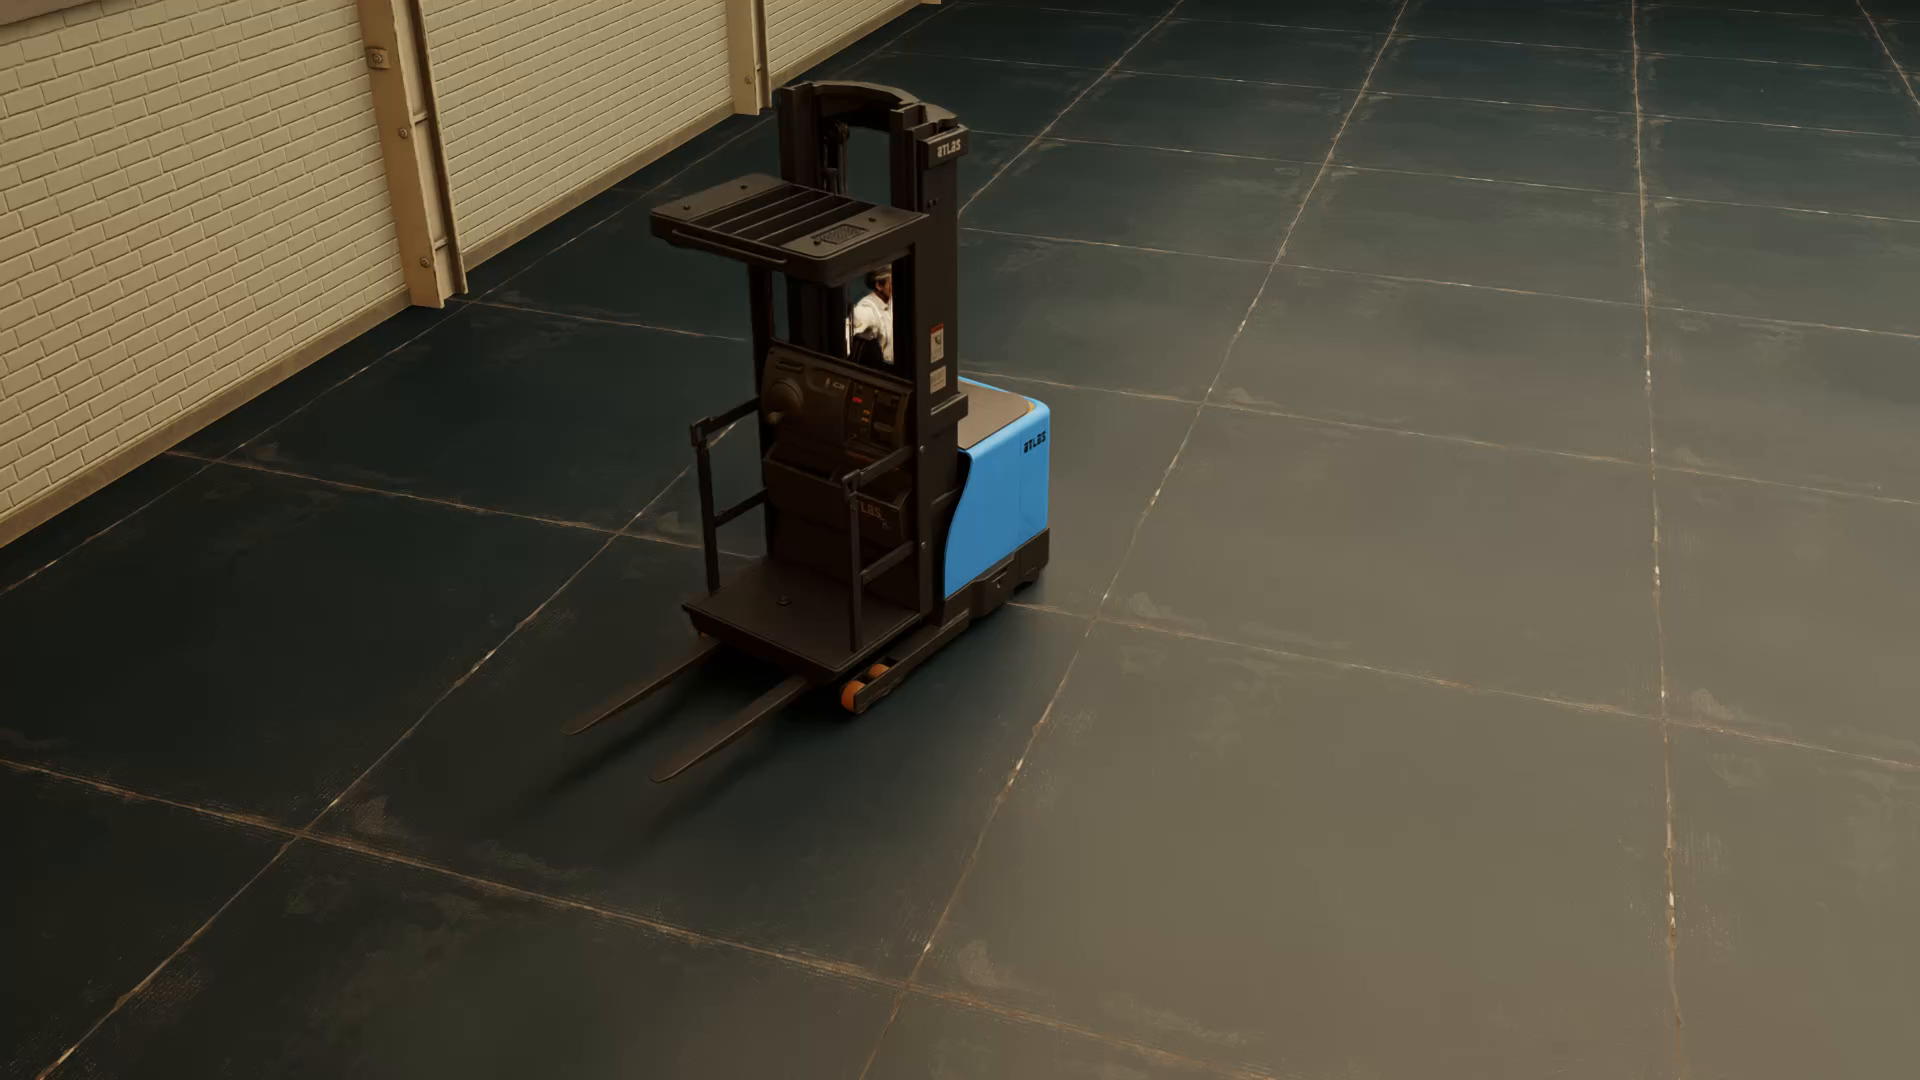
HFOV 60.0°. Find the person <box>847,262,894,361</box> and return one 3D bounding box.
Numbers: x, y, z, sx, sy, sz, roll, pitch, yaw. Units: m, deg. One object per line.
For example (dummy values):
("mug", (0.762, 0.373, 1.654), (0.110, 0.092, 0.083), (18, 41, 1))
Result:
("person", (-0.305, -0.986, 10.242), (0.726, 1.560, 0.950), (17, 34, 27))

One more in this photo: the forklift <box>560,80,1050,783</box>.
("forklift", (-0.762, -0.658, 8.291), (1.130, 2.935, 3.031), (20, 35, 31))
